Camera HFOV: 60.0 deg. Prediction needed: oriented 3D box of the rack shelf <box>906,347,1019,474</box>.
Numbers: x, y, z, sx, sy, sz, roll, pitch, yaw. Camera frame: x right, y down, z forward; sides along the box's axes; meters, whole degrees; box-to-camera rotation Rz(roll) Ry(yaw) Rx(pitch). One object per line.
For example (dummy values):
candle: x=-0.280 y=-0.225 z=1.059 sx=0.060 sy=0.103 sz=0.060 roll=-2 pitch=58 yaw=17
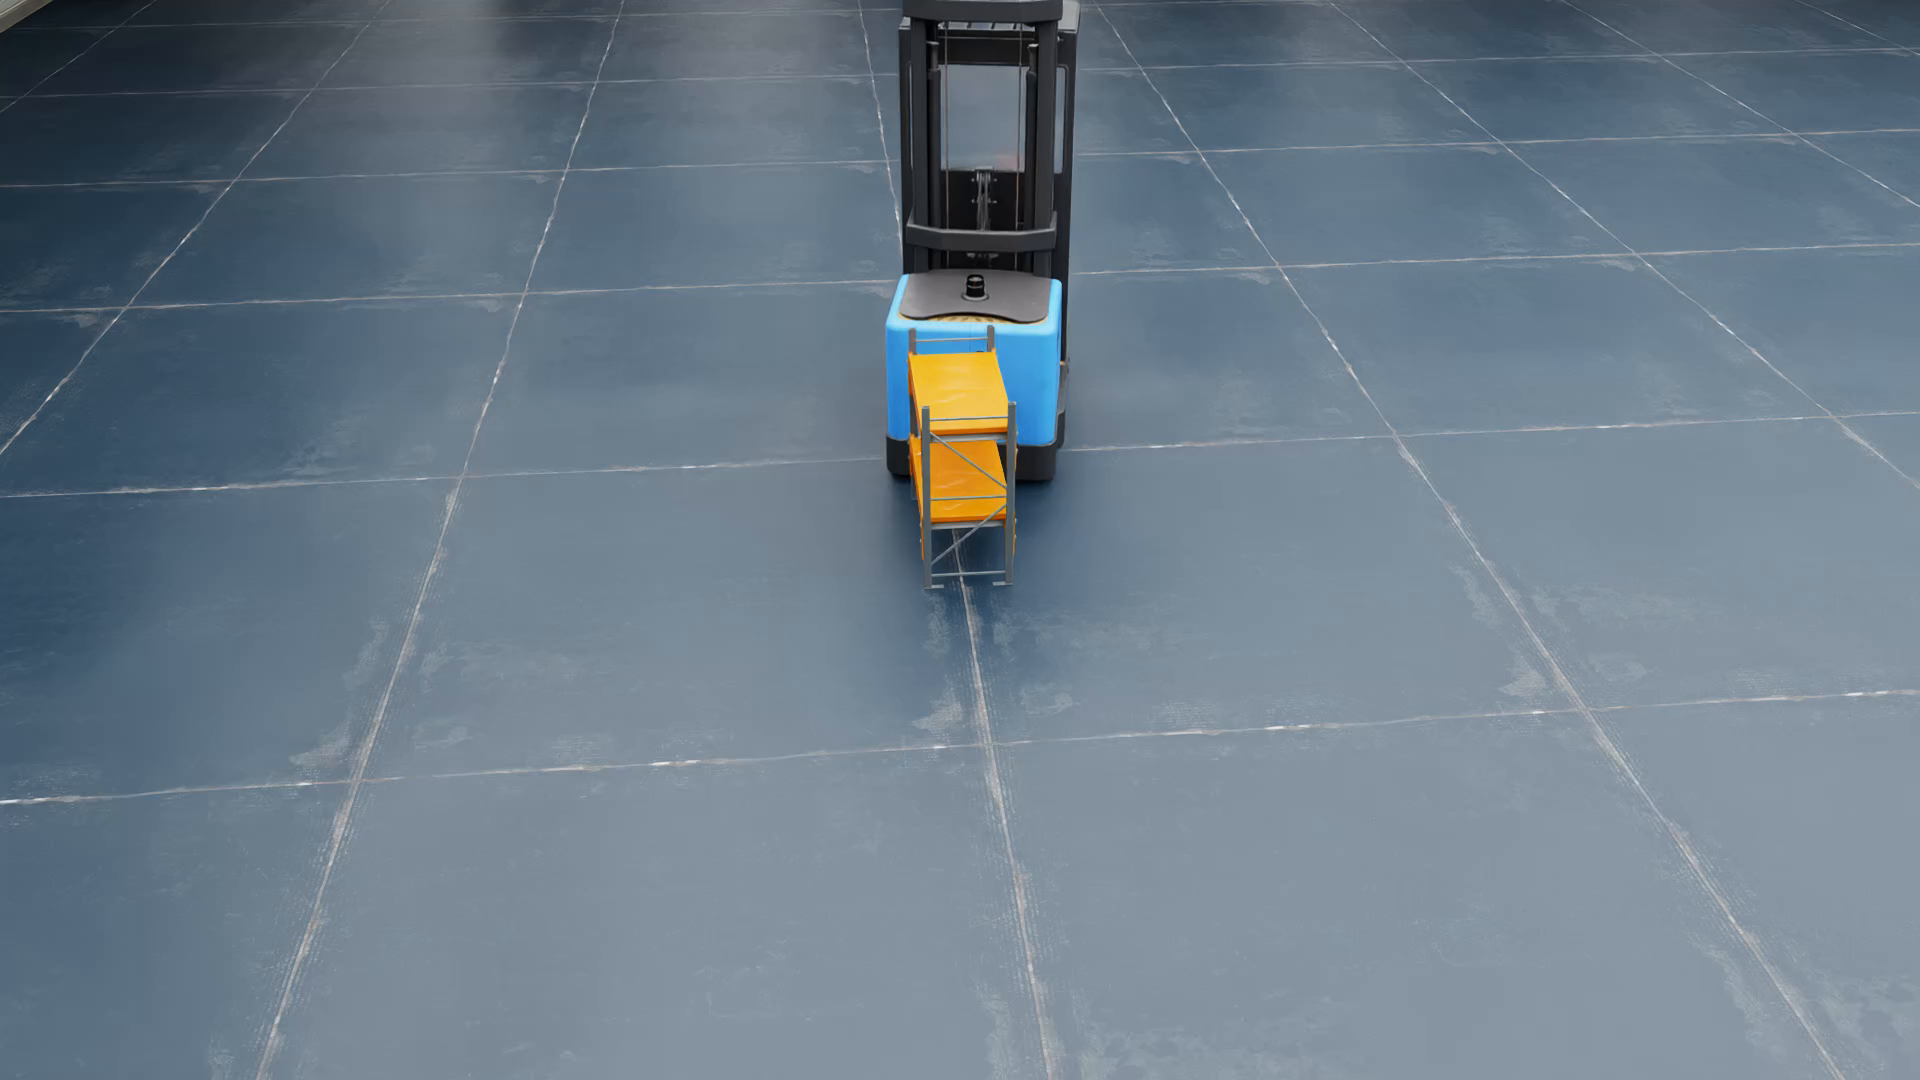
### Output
rack shelf: x=-0.001 y=-0.738 z=9.317 sx=0.538 sy=0.278 sz=1.000 roll=-3 pitch=31 yaw=-5

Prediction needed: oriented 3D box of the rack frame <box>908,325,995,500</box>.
rack frame: x=-0.048 y=-0.746 z=9.902 sx=0.500 sy=1.125 sz=0.032 roll=-3 pitch=31 yaw=-5

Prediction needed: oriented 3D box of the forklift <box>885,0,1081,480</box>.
forklift: x=0.192 y=-2.355 z=10.834 sx=1.130 sy=2.935 sz=3.031 roll=3 pitch=31 yaw=4

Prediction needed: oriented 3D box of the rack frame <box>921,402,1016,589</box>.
rack frame: x=0.047 y=-0.227 z=9.033 sx=0.500 sy=1.125 sz=0.032 roll=-3 pitch=31 yaw=-5

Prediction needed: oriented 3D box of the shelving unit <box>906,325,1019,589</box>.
shelving unit: x=-0.001 y=-0.486 z=9.467 sx=0.538 sy=1.125 sz=1.048 roll=-3 pitch=31 yaw=-5

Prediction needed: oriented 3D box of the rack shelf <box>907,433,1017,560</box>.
rack shelf: x=-0.001 y=-0.276 z=9.593 sx=0.538 sy=0.278 sz=1.000 roll=-3 pitch=31 yaw=-5
